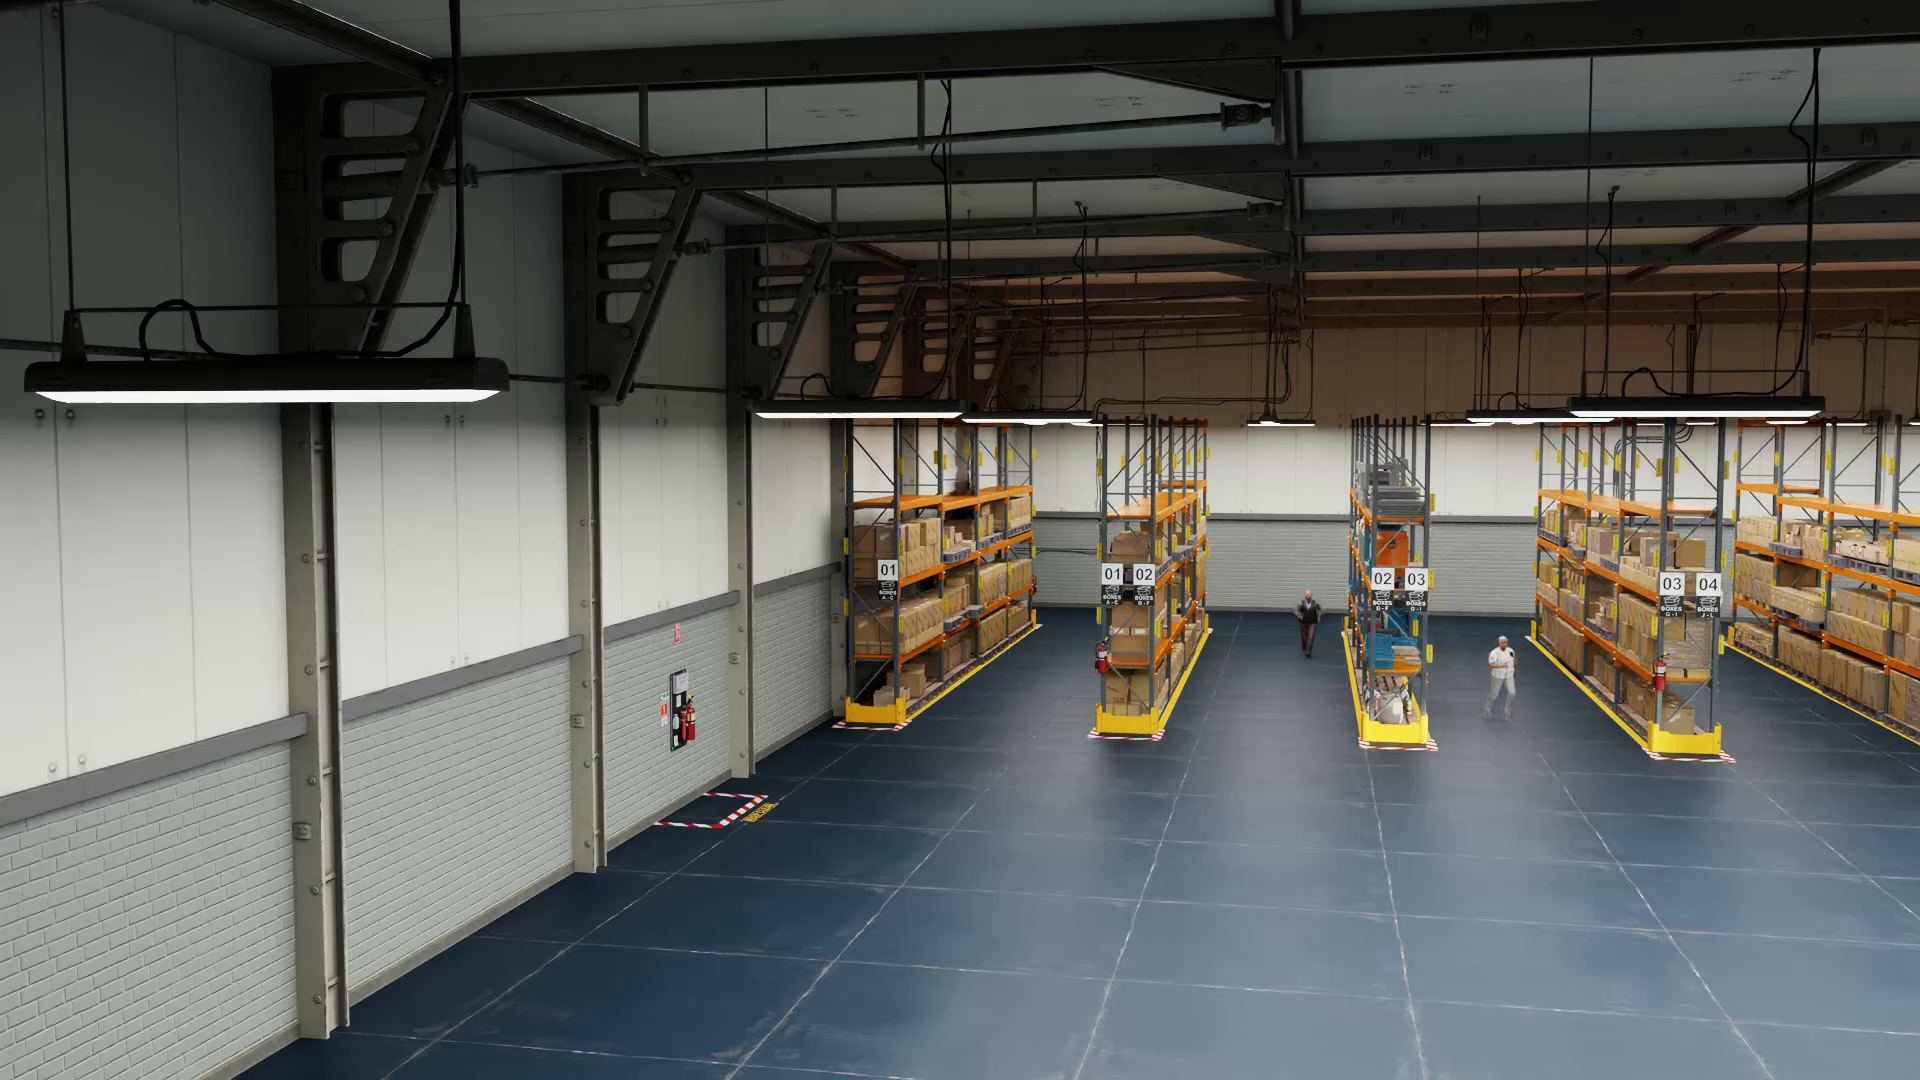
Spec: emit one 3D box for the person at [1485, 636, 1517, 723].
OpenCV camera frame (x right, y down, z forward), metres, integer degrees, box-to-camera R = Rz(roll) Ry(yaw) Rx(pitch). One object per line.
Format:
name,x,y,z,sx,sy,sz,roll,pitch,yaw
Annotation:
person,10.646,2.727,32.651,0.611,1.708,0.871,0,4,-2

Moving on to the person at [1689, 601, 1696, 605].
person,19.227,2.012,44.125,0.584,1.576,0.559,3,5,36

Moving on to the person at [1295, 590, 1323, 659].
person,8.744,2.110,41.699,0.677,1.691,0.896,1,4,12
